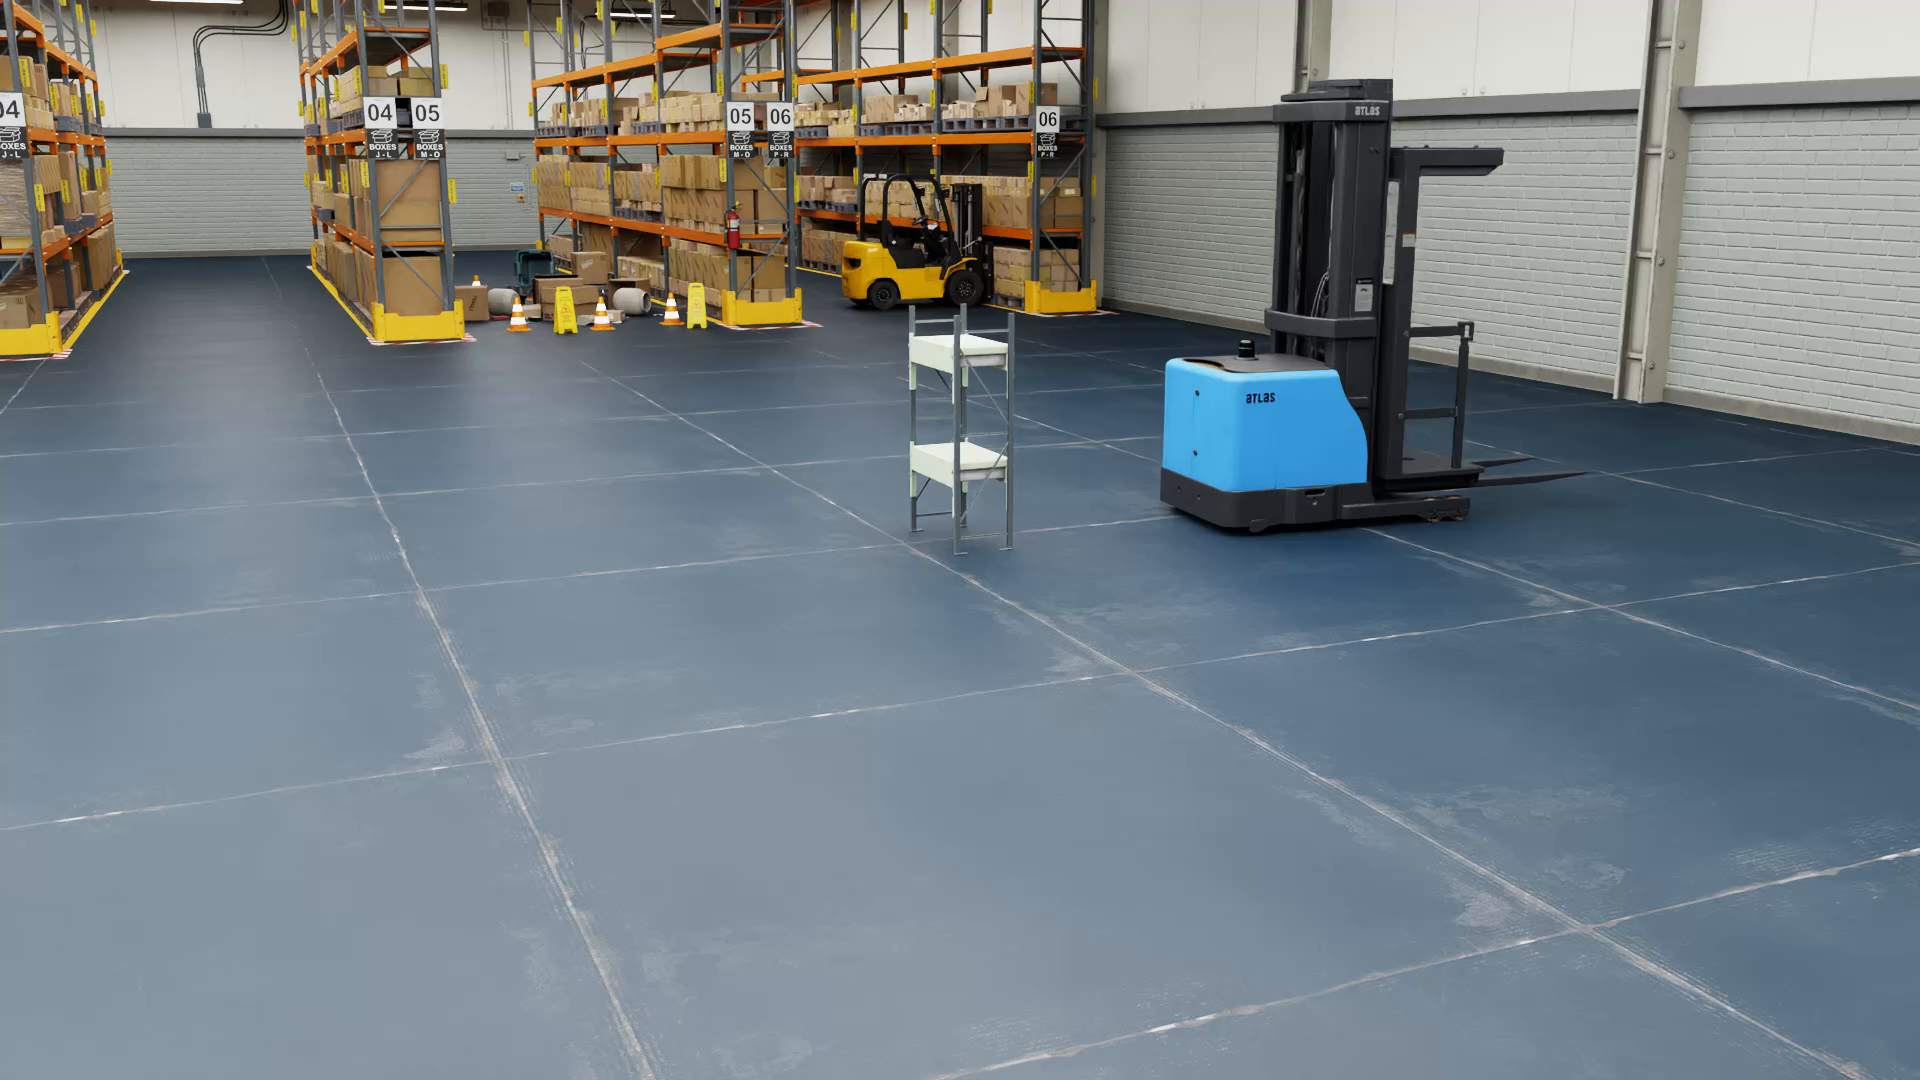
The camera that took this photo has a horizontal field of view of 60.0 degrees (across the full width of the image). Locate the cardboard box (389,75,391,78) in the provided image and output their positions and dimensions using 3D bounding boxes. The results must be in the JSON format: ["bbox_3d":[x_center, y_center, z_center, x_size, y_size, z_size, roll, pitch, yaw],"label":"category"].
[{"bbox_3d":[-8.288,-6.841,24.759,0.380,0.149,0.250,-5,14,-22],"label":"cardboard box"}]

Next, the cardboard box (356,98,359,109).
[{"bbox_3d":[-7.969,-5.919,22.543,0.380,0.149,0.250,-5,14,-22],"label":"cardboard box"}]

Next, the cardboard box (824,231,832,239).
[{"bbox_3d":[-2.710,-6.573,35.792,0.380,0.149,0.250,-5,14,-21],"label":"cardboard box"}]

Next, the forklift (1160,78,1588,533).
[{"bbox_3d":[2.989,-1.656,11.525,3.031,2.935,1.130,-5,14,-19],"label":"forklift"}]

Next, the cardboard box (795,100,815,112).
[{"bbox_3d":[-3.390,-9.478,36.342,0.396,0.266,0.258,-6,14,-24],"label":"cardboard box"}]

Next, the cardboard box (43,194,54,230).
[{"bbox_3d":[-13.029,-4.530,22.909,0.875,0.500,0.500,-6,14,-23],"label":"cardboard box"}]

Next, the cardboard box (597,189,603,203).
[{"bbox_3d":[-6.770,-6.710,32.435,0.500,0.250,0.500,-6,14,-24],"label":"cardboard box"}]

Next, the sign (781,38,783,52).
[{"bbox_3d":[-4.276,-11.960,40.166,0.100,0.325,0.005,-6,14,-23],"label":"sign"}]

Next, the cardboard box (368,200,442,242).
[{"bbox_3d":[-7.615,-4.382,22.818,0.875,0.550,0.550,-6,14,-23],"label":"cardboard box"}]

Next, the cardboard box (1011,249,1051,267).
[{"bbox_3d":[1.146,-4.573,26.923,0.500,0.250,0.500,-5,14,-21],"label":"cardboard box"}]

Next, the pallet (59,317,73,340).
[{"bbox_3d":[-12.819,-2.889,22.885,1.003,0.211,1.213,-6,14,-23],"label":"pallet"}]

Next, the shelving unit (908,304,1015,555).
[{"bbox_3d":[0.003,-0.729,10.695,0.431,1.500,0.755,-6,14,-23],"label":"shelving unit"}]

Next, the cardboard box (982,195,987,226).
[{"bbox_3d":[0.562,-5.597,28.178,0.500,0.500,0.500,-6,14,-23],"label":"cardboard box"}]

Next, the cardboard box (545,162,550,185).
[{"bbox_3d":[-8.982,-8.209,37.248,0.500,0.500,0.500,-6,14,-23],"label":"cardboard box"}]

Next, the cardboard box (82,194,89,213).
[{"bbox_3d":[-15.160,-5.636,28.346,0.500,0.500,0.500,-5,14,-21],"label":"cardboard box"}]

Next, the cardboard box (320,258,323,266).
[{"bbox_3d":[-13.116,-5.795,34.649,0.380,0.149,0.250,-6,14,-23],"label":"cardboard box"}]

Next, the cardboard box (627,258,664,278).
[{"bbox_3d":[-5.615,-5.012,30.770,0.950,0.372,0.625,-6,14,-24],"label":"cardboard box"}]

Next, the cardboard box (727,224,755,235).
[{"bbox_3d":[-3.276,-4.640,24.822,0.380,0.149,0.250,-5,14,-21],"label":"cardboard box"}]

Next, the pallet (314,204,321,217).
[{"bbox_3d":[-12.059,-6.451,32.516,1.003,0.211,1.213,-6,14,-23],"label":"pallet"}]

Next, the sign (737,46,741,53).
[{"bbox_3d":[-5.290,-11.827,39.765,0.100,0.325,0.005,-6,14,-23],"label":"sign"}]

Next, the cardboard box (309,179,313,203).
[{"bbox_3d":[-13.908,-7.618,36.251,0.500,0.500,0.500,-5,14,-20],"label":"cardboard box"}]

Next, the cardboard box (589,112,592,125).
[{"bbox_3d":[-7.007,-8.211,32.408,0.396,0.266,0.258,-6,14,-24],"label":"cardboard box"}]

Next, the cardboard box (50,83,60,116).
[{"bbox_3d":[-14.089,-6.653,25.149,0.797,0.503,0.637,-5,14,-21],"label":"cardboard box"}]

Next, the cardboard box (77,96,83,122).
[{"bbox_3d":[-17.397,-8.320,32.137,0.700,0.500,0.500,-5,14,-20],"label":"cardboard box"}]

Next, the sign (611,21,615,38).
[{"bbox_3d":[-7.245,-10.651,34.687,0.100,0.325,0.005,-6,14,-23],"label":"sign"}]

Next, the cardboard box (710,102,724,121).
[{"bbox_3d":[-3.382,-6.319,24.541,0.500,0.250,0.500,-6,14,-24],"label":"cardboard box"}]

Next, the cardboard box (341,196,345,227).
[{"bbox_3d":[-9.887,-5.404,27.345,0.500,0.500,0.500,-5,14,-22],"label":"cardboard box"}]

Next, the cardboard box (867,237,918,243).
[{"bbox_3d":[-1.351,-5.724,33.284,0.875,0.625,0.625,-5,14,-21],"label":"cardboard box"}]

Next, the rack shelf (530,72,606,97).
[{"bbox_3d":[-8.538,-9.974,36.491,1.077,0.370,4.000,-6,14,-23],"label":"rack shelf"}]

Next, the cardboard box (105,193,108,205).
[{"bbox_3d":[-17.576,-6.901,33.706,0.500,0.250,0.500,-6,14,-25],"label":"cardboard box"}]

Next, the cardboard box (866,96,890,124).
[{"bbox_3d":[-1.521,-8.398,32.476,0.500,0.500,0.500,-5,14,-22],"label":"cardboard box"}]

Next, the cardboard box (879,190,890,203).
[{"bbox_3d":[-1.242,-6.650,32.173,0.500,0.250,0.500,-6,14,-24],"label":"cardboard box"}]

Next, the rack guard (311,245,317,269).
[{"bbox_3d":[-13.804,-6.309,37.018,1.175,0.500,0.348,-6,14,-23],"label":"rack guard"}]

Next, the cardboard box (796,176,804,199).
[{"bbox_3d":[-3.202,-7.766,36.618,0.700,0.500,0.500,-5,14,-22],"label":"cardboard box"}]

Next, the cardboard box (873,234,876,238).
[{"bbox_3d":[-1.594,-6.302,34.622,0.380,0.149,0.250,-5,14,-21],"label":"cardboard box"}]

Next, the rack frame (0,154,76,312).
[{"bbox_3d":[-13.613,-4.636,24.247,1.000,3.000,0.127,-6,14,-23],"label":"rack frame"}]

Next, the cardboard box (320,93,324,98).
[{"bbox_3d":[-11.564,-8.096,30.627,0.396,0.266,0.258,-6,14,-23],"label":"cardboard box"}]

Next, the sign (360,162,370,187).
[{"bbox_3d":[-7.928,-4.870,22.165,0.100,0.325,0.005,-6,14,-23],"label":"sign"}]

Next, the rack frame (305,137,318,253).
[{"bbox_3d":[-13.835,-7.542,36.804,1.000,3.000,0.127,-6,14,-23],"label":"rack frame"}]

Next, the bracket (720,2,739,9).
[{"bbox_3d":[-6.658,-14.405,45.169,0.076,0.066,5.218,-6,14,-23],"label":"bracket"}]

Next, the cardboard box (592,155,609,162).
[{"bbox_3d":[-7.626,-8.124,35.442,0.380,0.149,0.250,-6,14,-24],"label":"cardboard box"}]

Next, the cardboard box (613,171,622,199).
[{"bbox_3d":[-6.167,-6.642,31.101,0.500,0.500,0.500,-6,14,-25],"label":"cardboard box"}]

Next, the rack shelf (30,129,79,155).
[{"bbox_3d":[-14.414,-6.160,25.775,1.077,0.370,4.000,-6,14,-23],"label":"rack shelf"}]

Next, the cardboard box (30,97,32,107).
[{"bbox_3d":[-12.276,-5.686,21.582,0.380,0.149,0.250,-6,14,-23],"label":"cardboard box"}]

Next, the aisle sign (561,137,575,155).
[{"bbox_3d":[-9.084,-9.319,38.719,0.394,0.787,0.004,-6,14,-23],"label":"aisle sign"}]

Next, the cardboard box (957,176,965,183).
[{"bbox_3d":[0.177,-6.237,28.844,0.380,0.149,0.250,-5,14,-22],"label":"cardboard box"}]

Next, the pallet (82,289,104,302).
[{"bbox_3d":[-15.462,-4.273,28.865,1.003,0.211,1.213,-6,14,-23],"label":"pallet"}]

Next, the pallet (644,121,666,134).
[{"bbox_3d":[-4.682,-7.038,28.390,1.213,0.211,1.003,-6,14,-23],"label":"pallet"}]

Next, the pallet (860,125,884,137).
[{"bbox_3d":[-1.235,-8.044,32.738,1.213,0.211,1.003,-5,14,-20],"label":"pallet"}]

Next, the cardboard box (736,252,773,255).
[{"bbox_3d":[-3.224,-4.239,26.036,0.500,0.500,0.500,-6,14,-25],"label":"cardboard box"}]

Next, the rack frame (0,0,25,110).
[{"bbox_3d":[-12.010,-6.732,20.000,1.000,3.000,0.127,-6,14,-23],"label":"rack frame"}]

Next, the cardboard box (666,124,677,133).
[{"bbox_3d":[-4.581,-6.724,27.174,0.380,0.149,0.250,-6,14,-23],"label":"cardboard box"}]
